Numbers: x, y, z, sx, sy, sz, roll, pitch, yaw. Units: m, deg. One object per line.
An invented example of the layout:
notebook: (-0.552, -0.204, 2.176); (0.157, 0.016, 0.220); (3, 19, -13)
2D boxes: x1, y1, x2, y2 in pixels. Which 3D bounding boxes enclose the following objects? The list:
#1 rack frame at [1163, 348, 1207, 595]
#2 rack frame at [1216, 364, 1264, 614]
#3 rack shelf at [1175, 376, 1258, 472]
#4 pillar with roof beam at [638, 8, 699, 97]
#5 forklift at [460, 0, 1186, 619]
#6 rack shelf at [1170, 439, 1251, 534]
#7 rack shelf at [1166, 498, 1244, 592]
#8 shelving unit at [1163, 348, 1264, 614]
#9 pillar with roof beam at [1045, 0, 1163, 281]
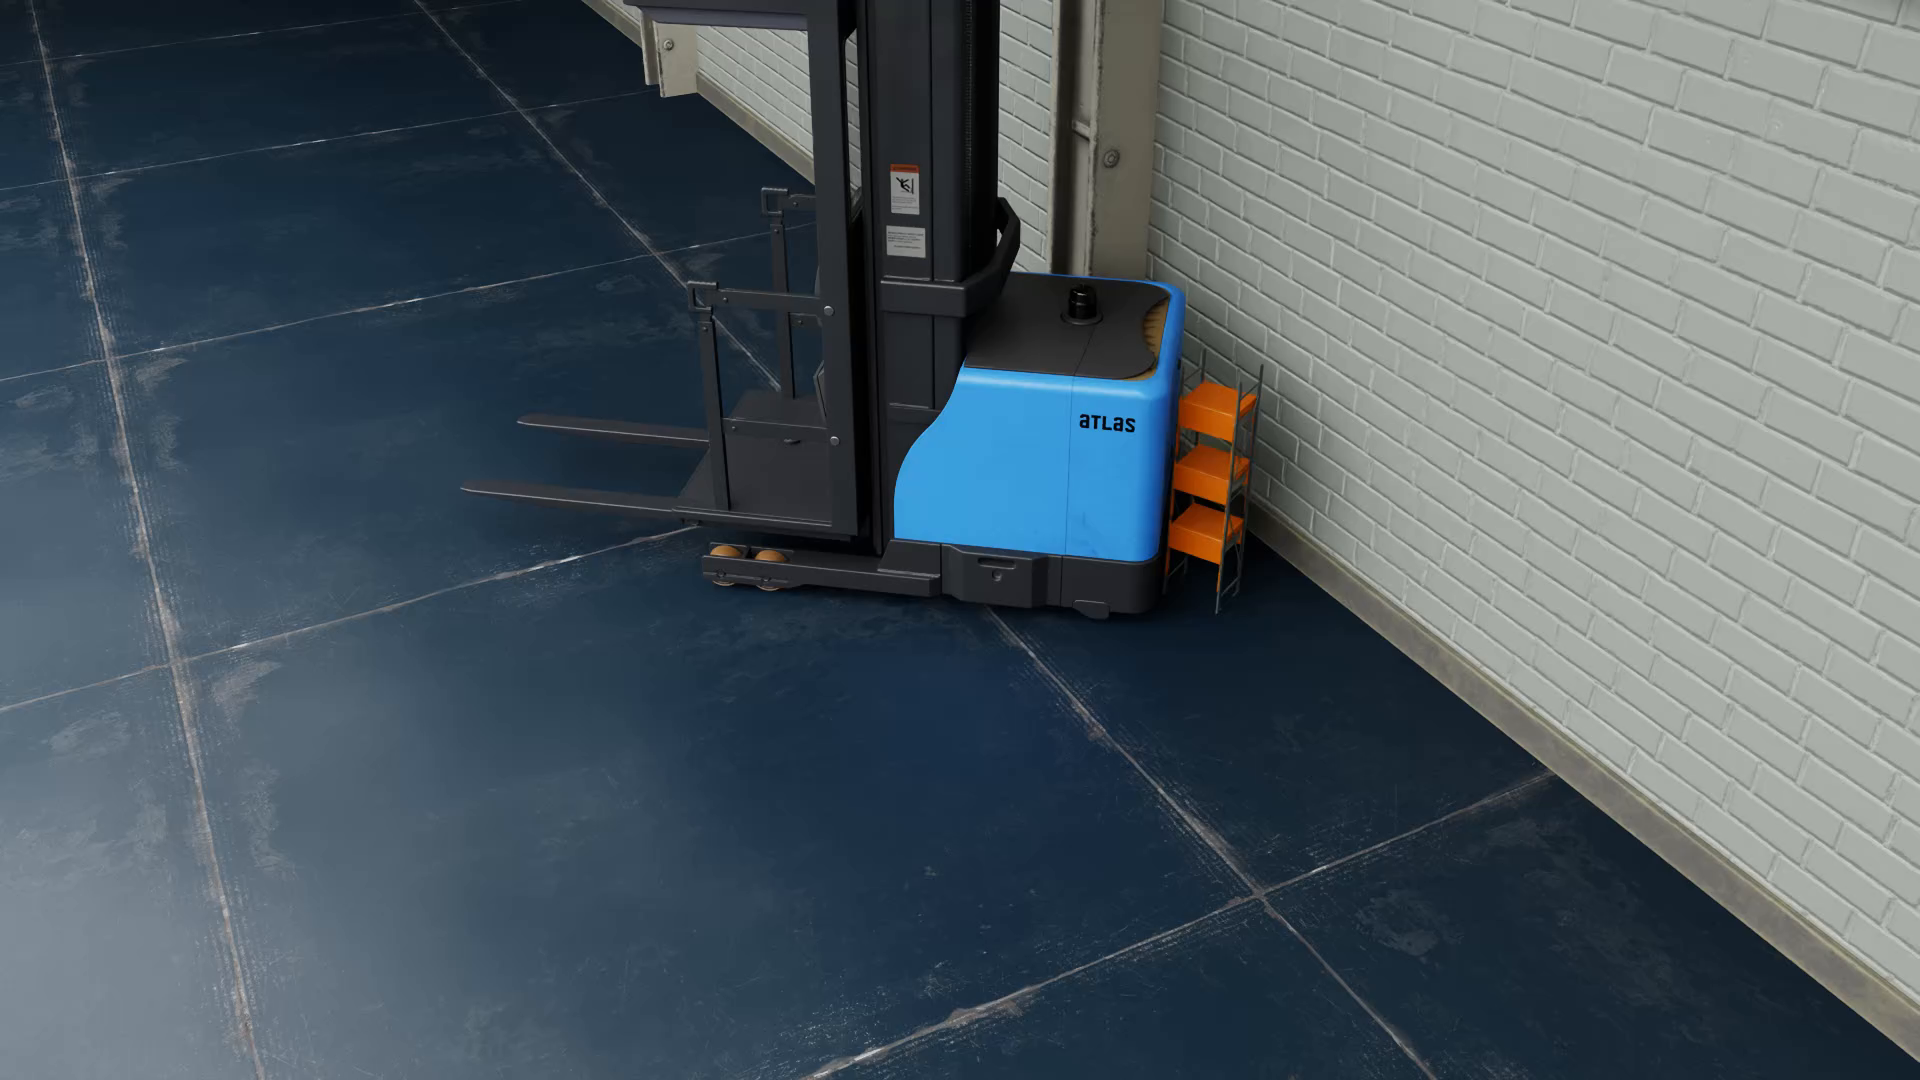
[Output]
rack frame: (0.901, -0.260, 6.683); (0.008, 1.050, 0.200); (20, 38, 28)
rack frame: (1.102, -0.186, 6.567); (0.008, 1.050, 0.200); (20, 38, 28)
rack shelf: (1.001, -0.453, 6.478); (0.240, 0.259, 0.215); (20, 38, 28)
pillar with roof beam: (-5.981, -6.139, 8.490); (9.100, 9.000, 0.400); (-16, 36, -23)
forklift: (-0.615, -1.296, 6.556); (3.031, 2.935, 1.130); (6, 33, 9)
rack shelf: (1.001, -0.214, 6.631); (0.240, 0.259, 0.215); (20, 38, 28)
rack shelf: (1.001, 0.020, 6.781); (0.240, 0.259, 0.215); (20, 38, 28)
shelving unit: (1.001, -0.223, 6.625); (0.252, 1.050, 0.215); (20, 38, 28)
pillar with roof beam: (-3.183, -3.275, 4.021); (9.100, 9.000, 0.400); (-16, 36, -23)
